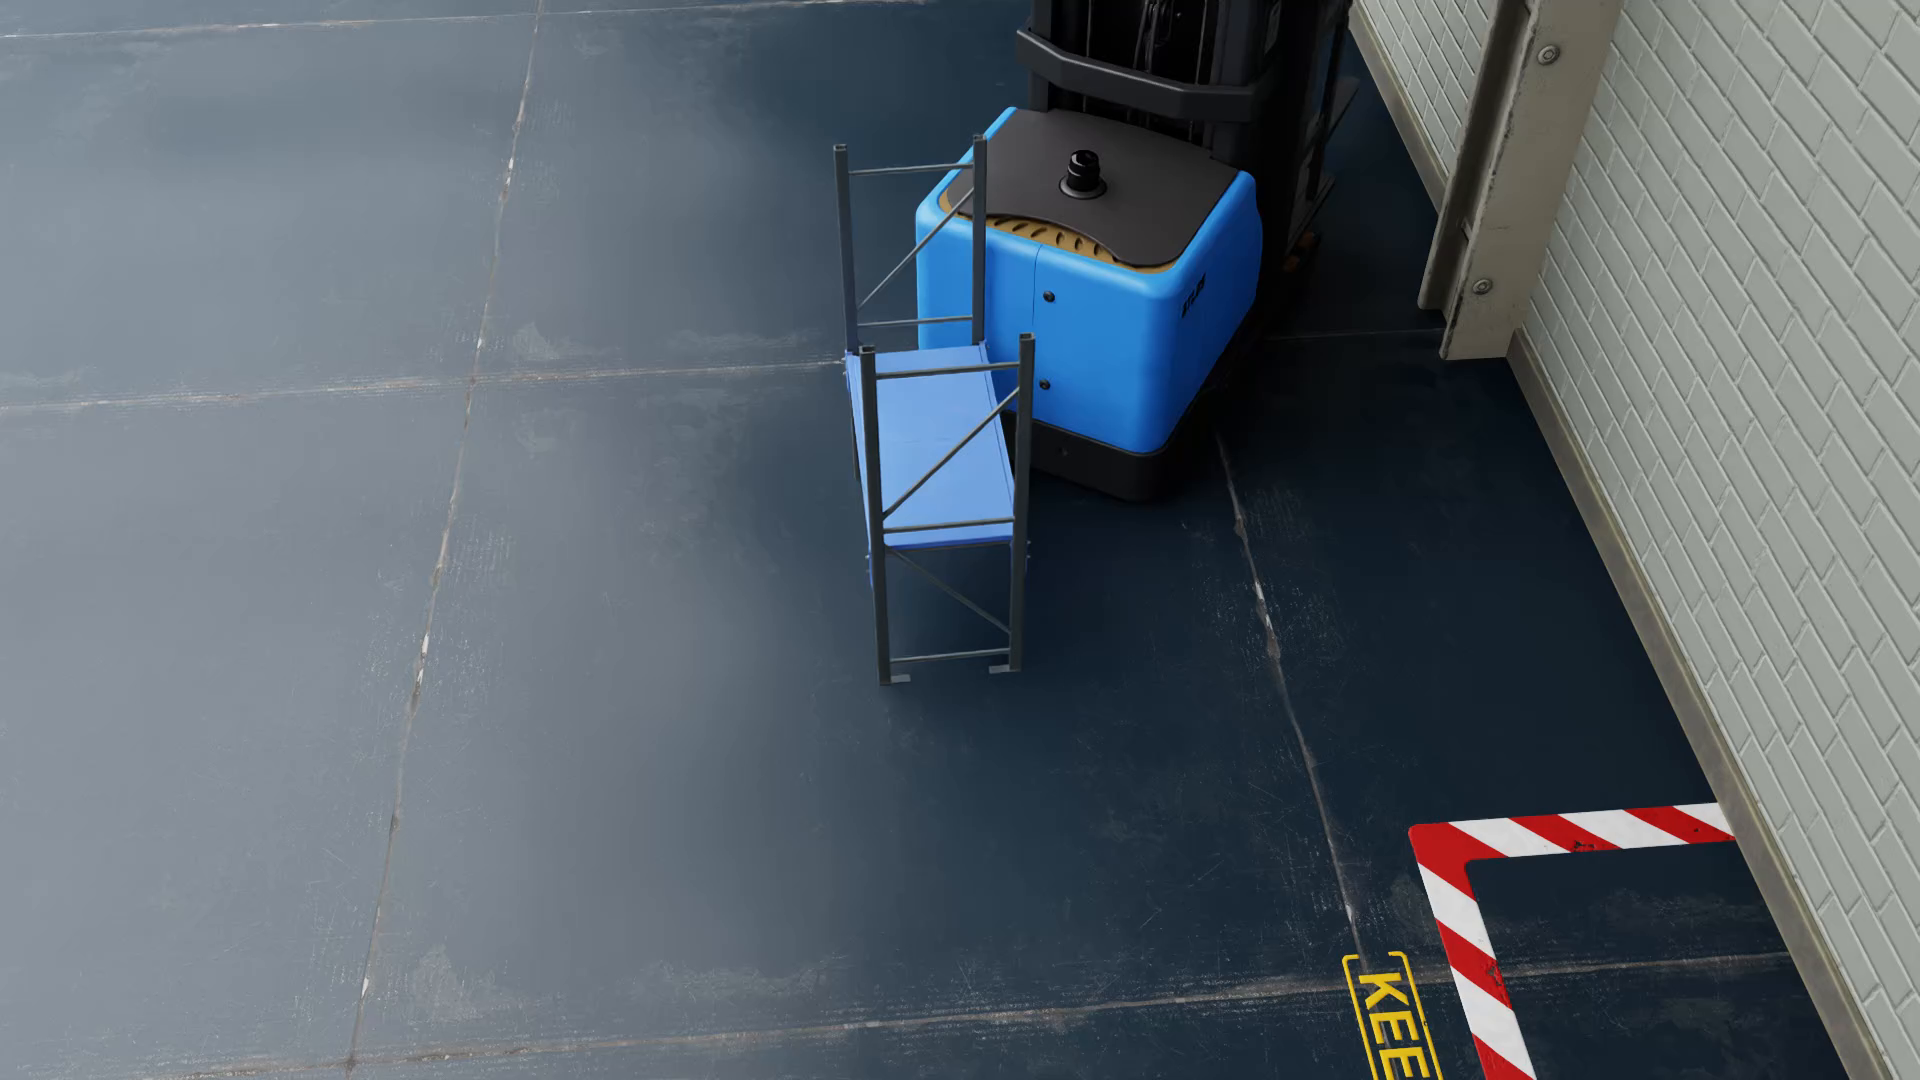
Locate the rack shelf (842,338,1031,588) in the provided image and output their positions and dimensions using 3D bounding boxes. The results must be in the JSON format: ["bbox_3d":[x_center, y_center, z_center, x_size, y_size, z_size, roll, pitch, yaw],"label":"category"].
[{"bbox_3d":[-0.099,-0.287,5.736,0.538,0.185,1.000,-5,47,-5],"label":"rack shelf"}]

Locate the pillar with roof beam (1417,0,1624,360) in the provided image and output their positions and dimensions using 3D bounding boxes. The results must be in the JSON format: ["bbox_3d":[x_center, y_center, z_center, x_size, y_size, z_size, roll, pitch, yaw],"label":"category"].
[{"bbox_3d":[-2.133,-3.739,3.593,9.100,9.000,0.400,-3,47,-3],"label":"pillar with roof beam"}]

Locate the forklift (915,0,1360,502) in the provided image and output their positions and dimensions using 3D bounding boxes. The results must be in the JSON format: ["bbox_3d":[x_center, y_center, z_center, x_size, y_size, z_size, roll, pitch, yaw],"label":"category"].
[{"bbox_3d":[0.948,-2.227,6.340,1.130,2.935,3.031,20,50,18],"label":"forklift"}]

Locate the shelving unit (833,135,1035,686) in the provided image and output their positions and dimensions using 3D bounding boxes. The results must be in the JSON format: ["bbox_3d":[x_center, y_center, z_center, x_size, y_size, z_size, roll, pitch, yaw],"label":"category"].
[{"bbox_3d":[-0.099,-0.410,5.606,0.538,1.500,1.048,-5,47,-5],"label":"shelving unit"}]

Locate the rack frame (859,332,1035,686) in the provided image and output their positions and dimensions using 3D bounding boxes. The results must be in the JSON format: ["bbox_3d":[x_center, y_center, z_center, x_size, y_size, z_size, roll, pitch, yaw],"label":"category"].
[{"bbox_3d":[-0.035,-0.044,5.259,0.500,1.500,0.032,-5,47,-5],"label":"rack frame"}]

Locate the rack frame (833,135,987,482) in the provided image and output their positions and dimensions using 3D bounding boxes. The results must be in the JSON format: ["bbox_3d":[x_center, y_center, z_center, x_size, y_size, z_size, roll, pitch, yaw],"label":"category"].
[{"bbox_3d":[-0.162,-0.777,5.952,0.500,1.500,0.032,-5,47,-5],"label":"rack frame"}]
